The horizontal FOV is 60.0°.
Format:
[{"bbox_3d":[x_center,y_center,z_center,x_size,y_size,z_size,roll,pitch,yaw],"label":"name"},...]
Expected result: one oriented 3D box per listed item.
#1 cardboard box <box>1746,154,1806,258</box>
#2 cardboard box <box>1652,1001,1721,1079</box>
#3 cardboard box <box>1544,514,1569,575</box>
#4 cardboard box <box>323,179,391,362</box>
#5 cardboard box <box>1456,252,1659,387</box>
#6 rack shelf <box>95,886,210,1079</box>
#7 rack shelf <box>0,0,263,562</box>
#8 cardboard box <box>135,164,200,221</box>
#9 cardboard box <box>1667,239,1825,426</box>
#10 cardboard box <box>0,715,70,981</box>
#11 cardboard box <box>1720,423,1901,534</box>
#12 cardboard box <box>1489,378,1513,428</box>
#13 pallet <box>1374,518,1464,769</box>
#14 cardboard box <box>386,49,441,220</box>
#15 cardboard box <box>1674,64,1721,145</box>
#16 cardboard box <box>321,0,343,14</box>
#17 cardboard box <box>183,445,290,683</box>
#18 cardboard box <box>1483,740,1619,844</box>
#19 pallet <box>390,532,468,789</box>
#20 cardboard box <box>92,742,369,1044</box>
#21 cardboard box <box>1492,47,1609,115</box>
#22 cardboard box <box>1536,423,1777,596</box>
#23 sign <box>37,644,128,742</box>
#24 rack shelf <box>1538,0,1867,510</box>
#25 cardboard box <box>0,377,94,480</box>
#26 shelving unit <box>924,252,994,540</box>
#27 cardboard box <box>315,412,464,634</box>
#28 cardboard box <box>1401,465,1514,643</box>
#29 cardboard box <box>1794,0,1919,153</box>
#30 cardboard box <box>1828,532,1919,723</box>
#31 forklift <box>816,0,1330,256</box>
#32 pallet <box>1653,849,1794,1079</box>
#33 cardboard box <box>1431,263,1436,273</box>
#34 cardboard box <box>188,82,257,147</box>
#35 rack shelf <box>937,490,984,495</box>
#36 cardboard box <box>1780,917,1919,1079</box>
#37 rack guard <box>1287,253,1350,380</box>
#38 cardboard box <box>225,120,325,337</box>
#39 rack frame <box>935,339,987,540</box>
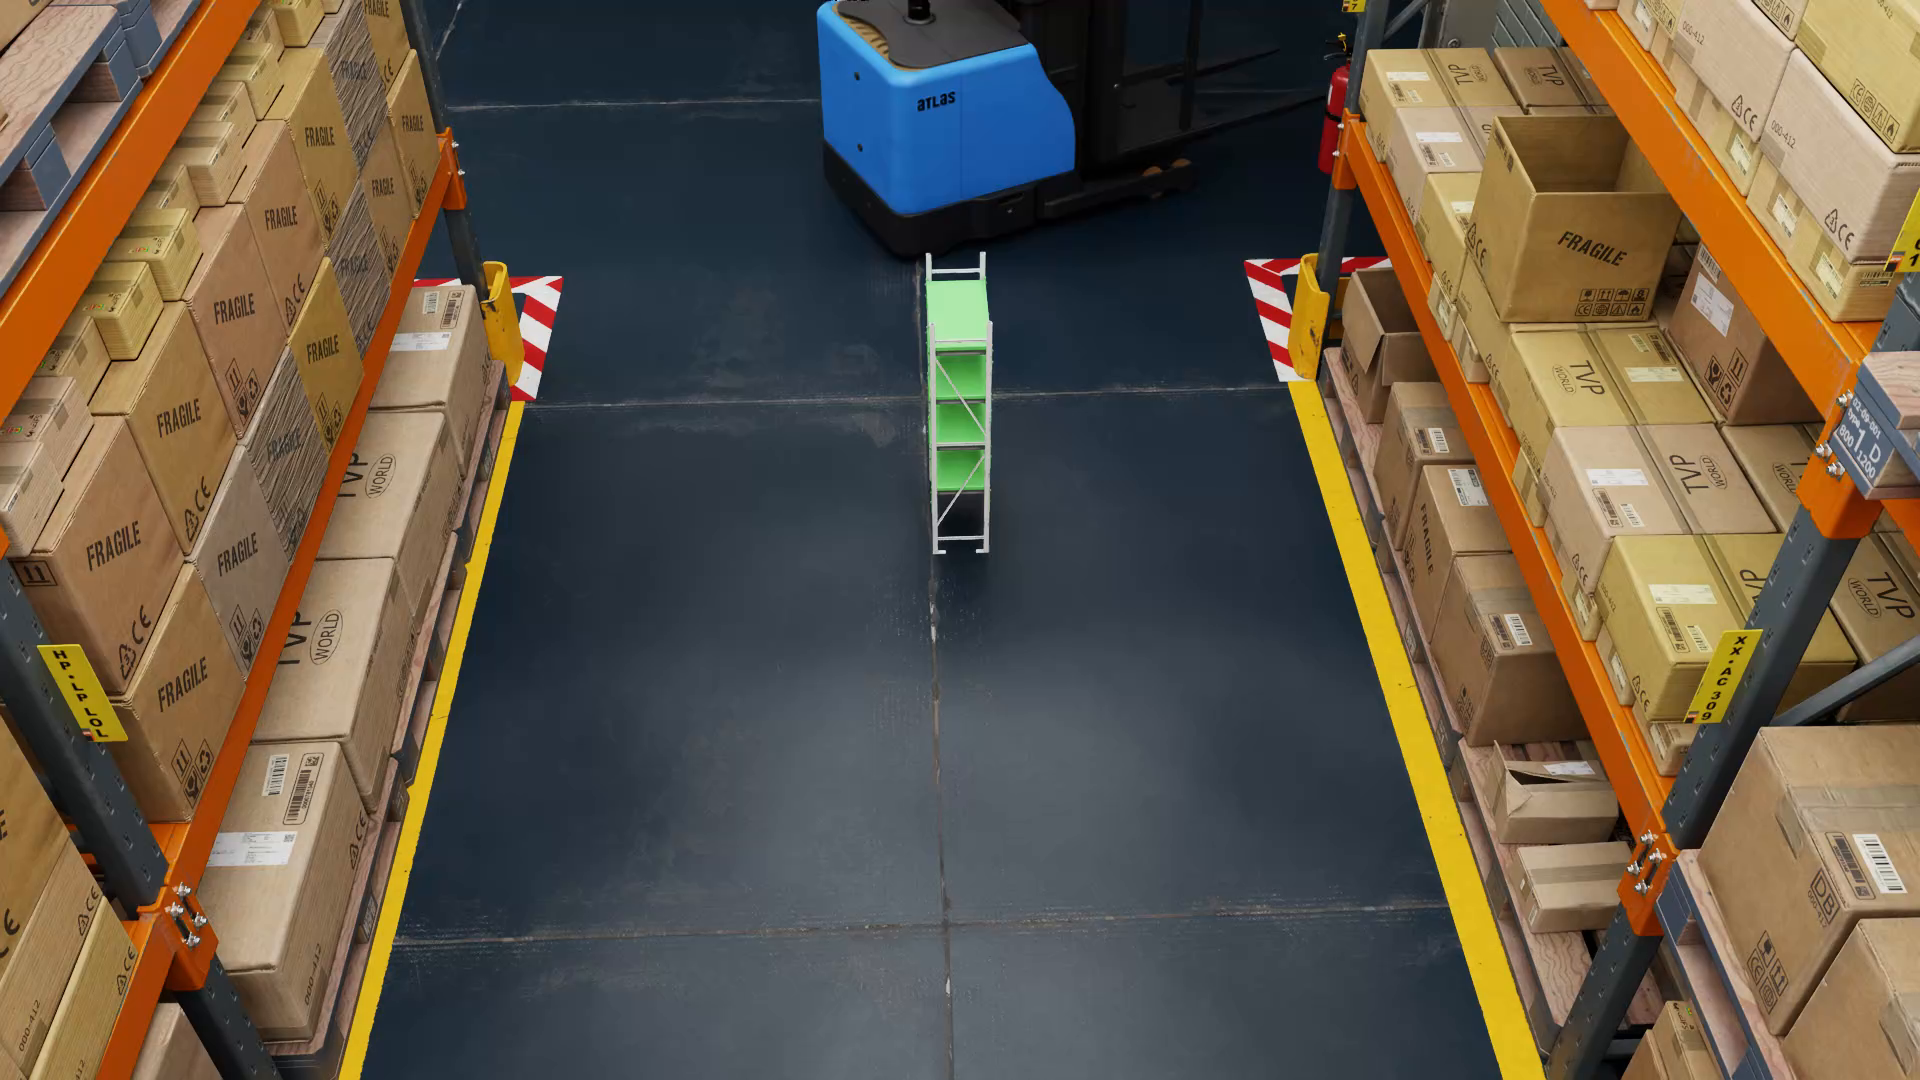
[{"bbox_3d":[2.072,-0.781,3.848,0.380,0.149,0.250,-2,43,-2],"label":"cardboard box"},{"bbox_3d":[2.139,1.409,4.552,0.380,0.149,0.250,0,43,0],"label":"cardboard box"},{"bbox_3d":[2.072,-0.011,5.228,0.380,0.149,0.250,-1,43,-1],"label":"cardboard box"},{"bbox_3d":[-2.416,-0.956,5.999,0.500,0.500,0.500,-1,43,-1],"label":"cardboard box"},{"bbox_3d":[2.060,-0.782,5.774,0.500,0.250,0.500,-3,43,-3],"label":"cardboard box"},{"bbox_3d":[-2.484,2.392,2.953,1.077,0.370,4.000,-2,43,-2],"label":"rack shelf"},{"bbox_3d":[-7.605,-0.719,5.237,10.987,1.870,4.000,-2,43,-2],"label":"rack shelf"},{"bbox_3d":[-2.427,-0.949,4.772,0.380,0.149,0.250,-2,43,-2],"label":"cardboard box"},{"bbox_3d":[2.593,-0.712,5.143,0.500,0.500,0.500,-3,43,-3],"label":"cardboard box"},{"bbox_3d":[-2.299,0.666,3.490,0.500,0.500,0.500,0,43,0],"label":"cardboard box"},{"bbox_3d":[2.610,-0.103,5.033,0.500,0.250,0.500,-2,43,-2],"label":"cardboard box"},{"bbox_3d":[2.076,-0.526,5.790,0.380,0.149,0.250,-2,43,-2],"label":"cardboard box"},{"bbox_3d":[2.307,0.371,6.690,1.003,0.211,1.213,-2,43,-2],"label":"pallet"},{"bbox_3d":[-2.454,-1.642,6.748,0.500,0.500,0.500,-1,43,-2],"label":"cardboard box"},{"bbox_3d":[2.064,-1.128,4.227,0.380,0.149,0.250,-2,43,-2],"label":"cardboard box"},{"bbox_3d":[-2.394,-1.989,5.906,0.380,0.149,0.250,-2,43,-2],"label":"cardboard box"},{"bbox_3d":[-2.345,0.076,4.873,0.500,0.500,0.500,-1,43,-2],"label":"cardboard box"},{"bbox_3d":[2.058,0.876,5.787,0.396,0.266,0.258,0,43,0],"label":"cardboard box"},{"bbox_3d":[-2.578,0.464,6.588,1.003,0.211,1.213,-2,43,-2],"label":"pallet"},{"bbox_3d":[-2.488,1.140,5.372,0.875,0.438,0.875,-2,43,-2],"label":"cardboard box"},{"bbox_3d":[2.505,-1.820,6.906,0.500,0.250,0.500,0,43,-1],"label":"cardboard box"},{"bbox_3d":[2.089,-0.097,5.027,0.500,0.250,0.500,-2,43,-2],"label":"cardboard box"},{"bbox_3d":[-2.027,0.357,3.842,0.100,0.325,0.005,-2,43,-2],"label":"sign"},{"bbox_3d":[2.305,-1.559,5.043,1.077,0.370,4.000,-2,43,-2],"label":"rack shelf"},{"bbox_3d":[-2.350,-0.261,4.021,0.380,0.149,0.250,-1,43,-1],"label":"cardboard box"},{"bbox_3d":[-6.231,2.361,3.786,13.061,1.200,8.595,-2,43,-2],"label":"shelving unit"},{"bbox_3d":[-2.564,-0.074,6.696,0.875,0.438,0.875,-1,43,-1],"label":"cardboard box"},{"bbox_3d":[2.071,0.052,6.513,0.500,0.500,0.500,-1,43,-1],"label":"cardboard box"},{"bbox_3d":[2.128,-1.046,3.473,0.500,0.250,0.500,-2,43,-2],"label":"cardboard box"},{"bbox_3d":[2.601,2.856,1.620,0.659,0.500,8.552,0,43,0],"label":"cardboard box"},{"bbox_3d":[-2.901,-2.533,7.910,10.536,2.843,2.687,-20,46,-20],"label":"forklift"},{"bbox_3d":[2.315,1.245,3.814,1.003,0.211,1.213,-2,43,-2],"label":"pallet"},{"bbox_3d":[2.029,-1.048,6.359,0.380,0.149,0.250,-1,43,-1],"label":"cardboard box"},{"bbox_3d":[-2.422,-1.294,5.148,0.380,0.149,0.250,0,43,0],"label":"cardboard box"},{"bbox_3d":[-0.007,-0.351,7.153,0.199,0.029,0.442,-2,43,-2],"label":"rack shelf"},{"bbox_3d":[2.209,1.123,3.420,0.700,0.500,0.500,-1,43,-1],"label":"cardboard box"},{"bbox_3d":[2.223,-1.096,8.075,1.175,0.500,0.348,-2,43,-2],"label":"rack guard"},{"bbox_3d":[-2.392,-0.985,5.291,0.500,0.500,0.500,-2,43,-2],"label":"cardboard box"},{"bbox_3d":[0.004,-0.389,6.787,0.228,1.046,0.006,-2,43,-2],"label":"rack frame"}]
